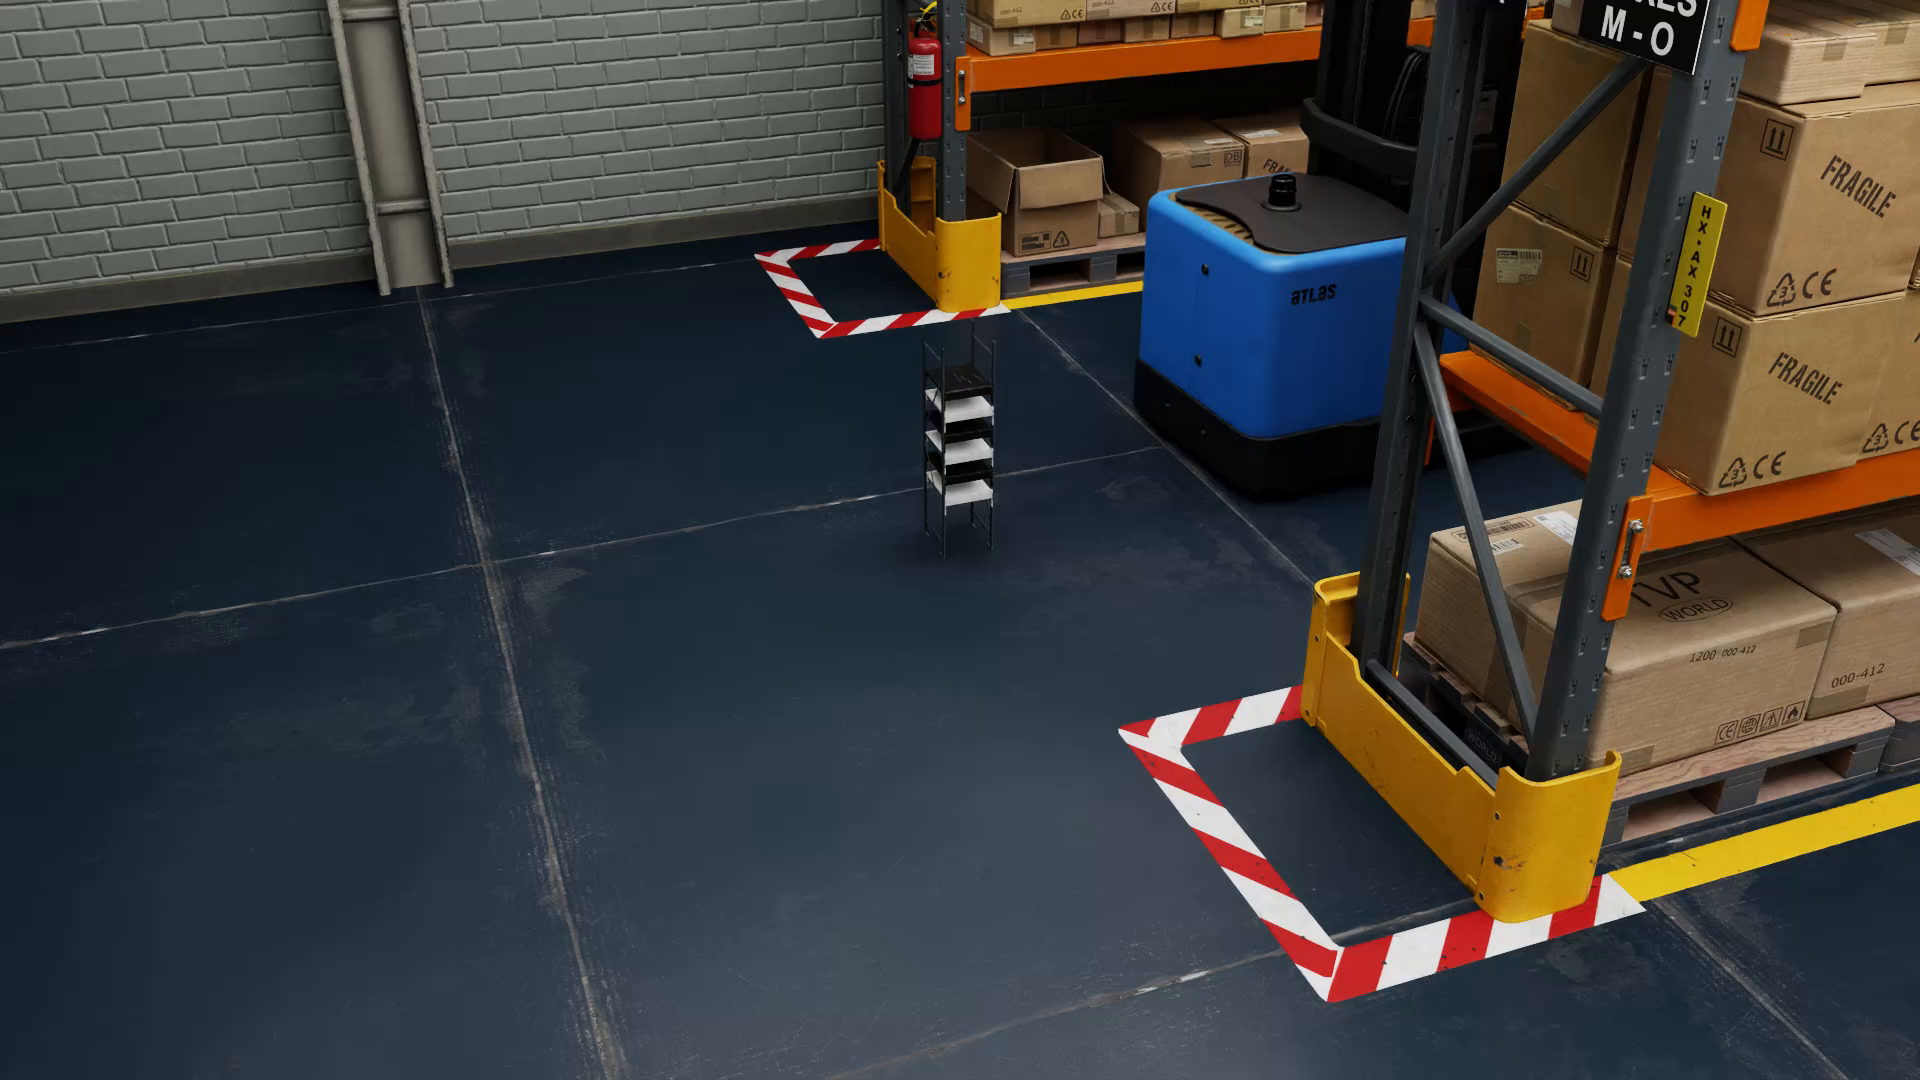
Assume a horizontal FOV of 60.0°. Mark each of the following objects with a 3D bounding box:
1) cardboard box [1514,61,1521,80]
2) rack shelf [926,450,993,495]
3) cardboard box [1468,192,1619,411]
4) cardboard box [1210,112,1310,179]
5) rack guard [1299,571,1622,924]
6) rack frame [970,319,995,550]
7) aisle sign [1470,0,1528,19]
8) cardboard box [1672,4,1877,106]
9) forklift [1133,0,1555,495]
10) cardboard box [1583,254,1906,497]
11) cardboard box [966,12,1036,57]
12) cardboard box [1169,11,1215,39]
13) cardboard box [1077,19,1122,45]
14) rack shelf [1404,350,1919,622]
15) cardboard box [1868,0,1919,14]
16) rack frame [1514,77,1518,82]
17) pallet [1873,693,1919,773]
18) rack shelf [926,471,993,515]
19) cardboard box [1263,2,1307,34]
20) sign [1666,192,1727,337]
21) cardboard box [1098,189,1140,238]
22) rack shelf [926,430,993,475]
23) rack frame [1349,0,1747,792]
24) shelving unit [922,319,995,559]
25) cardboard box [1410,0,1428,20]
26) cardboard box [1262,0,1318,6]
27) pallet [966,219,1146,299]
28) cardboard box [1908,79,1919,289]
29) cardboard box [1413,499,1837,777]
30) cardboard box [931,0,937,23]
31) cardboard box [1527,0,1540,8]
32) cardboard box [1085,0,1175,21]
[{"bbox_3d":[3.906,-2.802,10.738,0.500,0.500,0.500,-11,31,-18],"label":"cardboard box"},{"bbox_3d":[-0.008,-0.282,6.586,0.200,0.077,0.258,-10,31,-18],"label":"rack shelf"},{"bbox_3d":[1.894,-0.740,4.918,0.500,0.500,0.500,-10,31,-17],"label":"cardboard box"},{"bbox_3d":[1.752,-2.125,9.551,0.500,0.500,0.500,-10,31,-17],"label":"cardboard box"},{"bbox_3d":[1.512,0.600,5.192,0.348,0.500,1.175,-10,31,-18],"label":"rack guard"},{"bbox_3d":[0.088,-0.407,6.556,0.006,0.900,0.240,-10,31,-18],"label":"rack frame"},{"bbox_3d":[1.359,-1.752,4.168,0.004,0.787,0.394,-10,31,-18],"label":"aisle sign"},{"bbox_3d":[1.964,-1.183,4.030,0.250,0.149,0.380,-10,31,-17],"label":"cardboard box"},{"bbox_3d":[2.365,-1.942,7.198,3.031,2.935,1.130,-13,32,-21],"label":"forklift"},{"bbox_3d":[2.084,-0.484,4.468,0.500,0.500,0.500,-11,31,-18],"label":"cardboard box"},{"bbox_3d":[0.204,-2.613,8.560,0.250,0.149,0.380,-11,31,-18],"label":"cardboard box"},{"bbox_3d":[1.166,-2.804,8.895,0.250,0.149,0.380,-10,31,-17],"label":"cardboard box"},{"bbox_3d":[0.660,-2.740,8.783,0.250,0.149,0.380,-11,31,-18],"label":"cardboard box"},{"bbox_3d":[3.409,-0.523,5.365,4.000,0.370,1.077,-10,31,-18],"label":"rack shelf"},{"bbox_3d":[2.468,-1.253,4.153,0.250,0.149,0.380,-9,31,-16],"label":"cardboard box"},{"bbox_3d":[3.549,-3.483,9.834,0.127,3.000,1.000,-10,31,-18],"label":"rack frame"},{"bbox_3d":[3.398,0.338,5.944,1.213,0.211,1.003,-10,31,-18],"label":"pallet"},{"bbox_3d":[-0.008,-0.204,6.630,0.200,0.077,0.258,-10,31,-18],"label":"rack shelf"},{"bbox_3d":[1.668,-2.867,9.007,0.250,0.149,0.380,-10,31,-16],"label":"cardboard box"},{"bbox_3d":[1.722,-0.643,3.893,0.005,0.325,0.100,-10,31,-18],"label":"sign"},{"bbox_3d":[0.818,-1.854,9.429,0.250,0.149,0.380,-12,32,-20],"label":"cardboard box"},{"bbox_3d":[-0.008,-0.361,6.541,0.200,0.077,0.258,-10,31,-18],"label":"rack shelf"},{"bbox_3d":[1.534,-0.491,4.581,0.127,3.000,1.000,-10,31,-18],"label":"rack frame"},{"bbox_3d":[-0.008,-0.390,6.525,0.210,0.900,0.258,-10,31,-18],"label":"shelving unit"},{"bbox_3d":[2.382,-3.001,9.241,0.250,0.149,0.380,-11,31,-18],"label":"cardboard box"},{"bbox_3d":[1.738,-3.085,8.985,0.500,0.250,0.500,-11,32,-19],"label":"cardboard box"},{"bbox_3d":[0.618,-1.732,9.578,1.213,0.211,1.003,-10,31,-18],"label":"pallet"},{"bbox_3d":[2.565,-1.012,4.384,0.500,0.500,0.500,-11,32,-19],"label":"cardboard box"},{"bbox_3d":[2.118,0.280,5.393,0.875,0.438,0.875,-12,32,-19],"label":"cardboard box"},{"bbox_3d":[0.017,-2.865,9.003,0.250,0.149,0.380,-11,31,-18],"label":"cardboard box"},{"bbox_3d":[3.102,-3.147,9.497,0.250,0.149,0.380,-10,31,-16],"label":"cardboard box"},{"bbox_3d":[0.792,-2.897,8.656,0.500,0.250,0.500,-10,31,-17],"label":"cardboard box"}]
